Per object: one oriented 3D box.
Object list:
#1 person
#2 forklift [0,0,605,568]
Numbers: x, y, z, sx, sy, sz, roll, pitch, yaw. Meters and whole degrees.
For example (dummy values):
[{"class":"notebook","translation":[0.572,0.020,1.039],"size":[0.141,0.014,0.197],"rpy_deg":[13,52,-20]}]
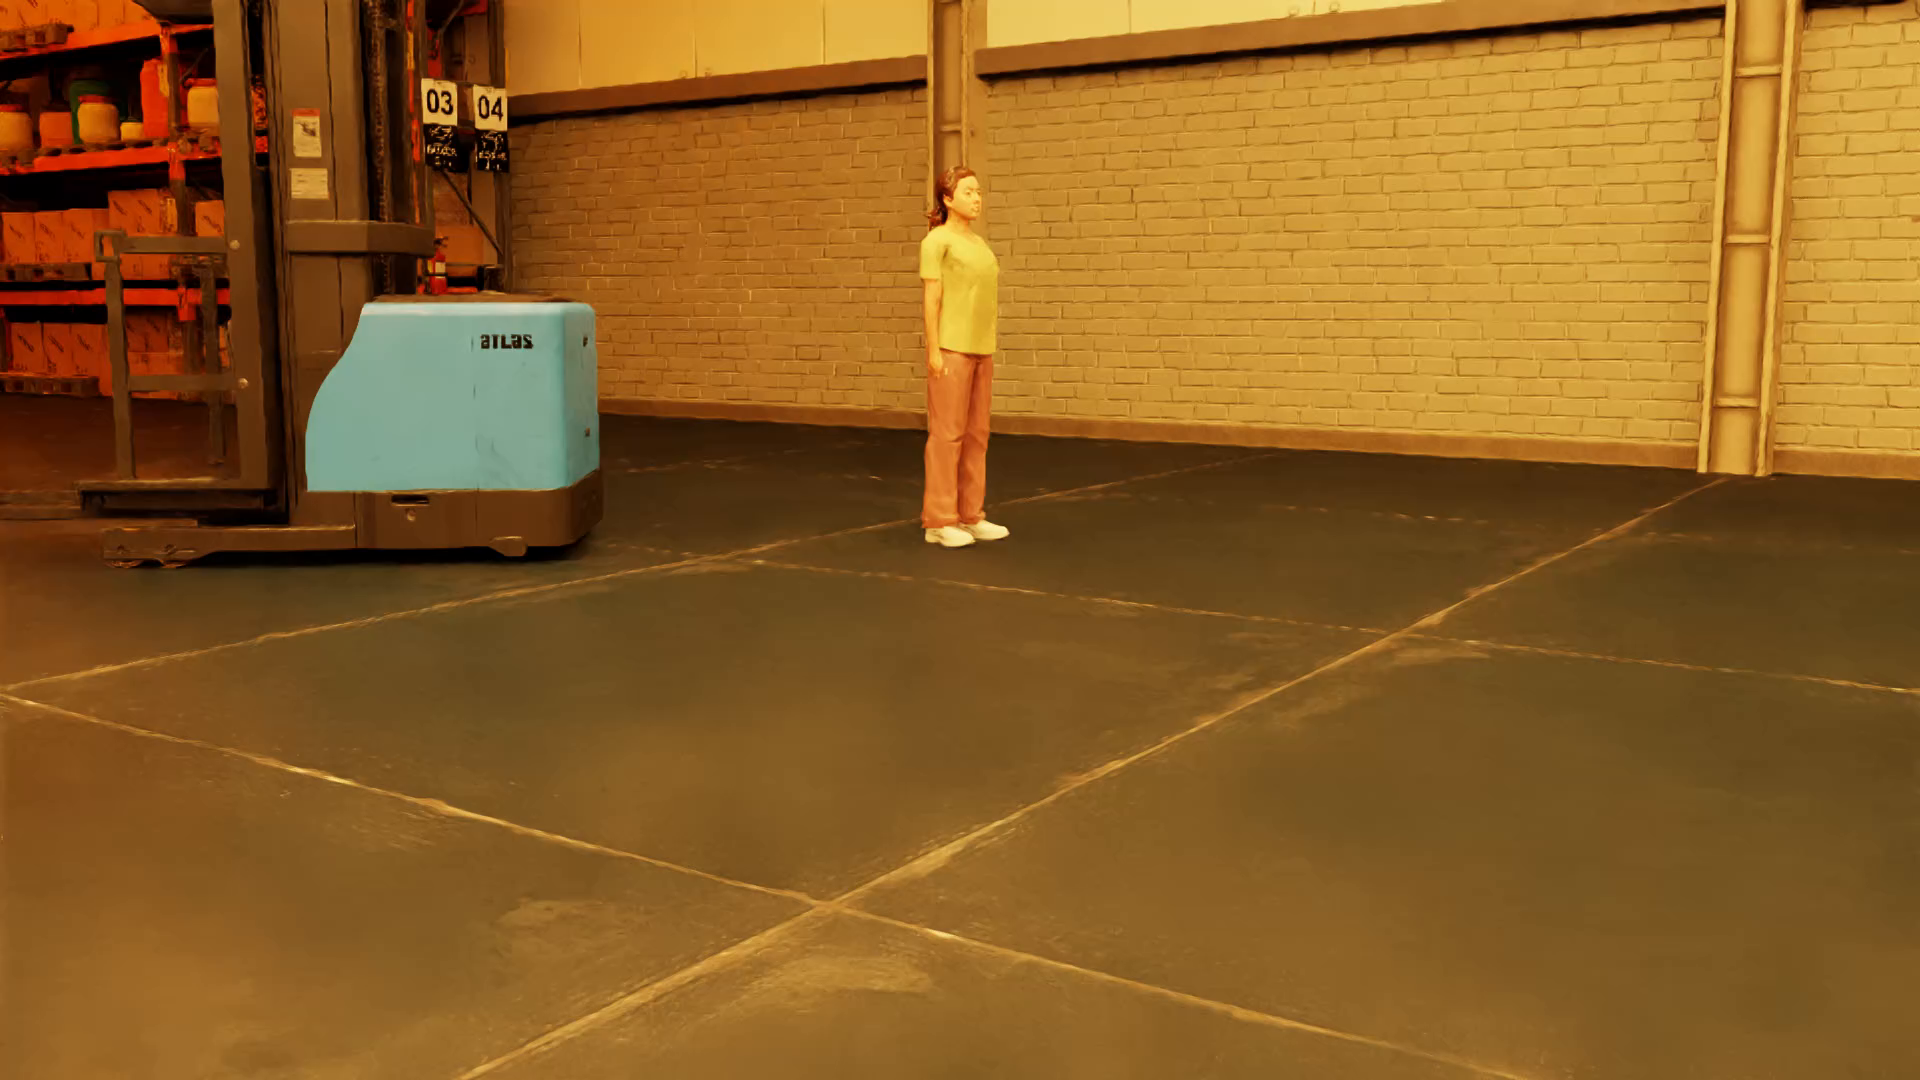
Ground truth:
[{"class":"person","translation":[0.008,-0.827,7.483],"size":[0.365,1.673,0.429],"rpy_deg":[5,10,34]},{"class":"forklift","translation":[-3.163,-1.414,7.135],"size":[3.031,2.935,1.130],"rpy_deg":[-1,8,-4]}]
